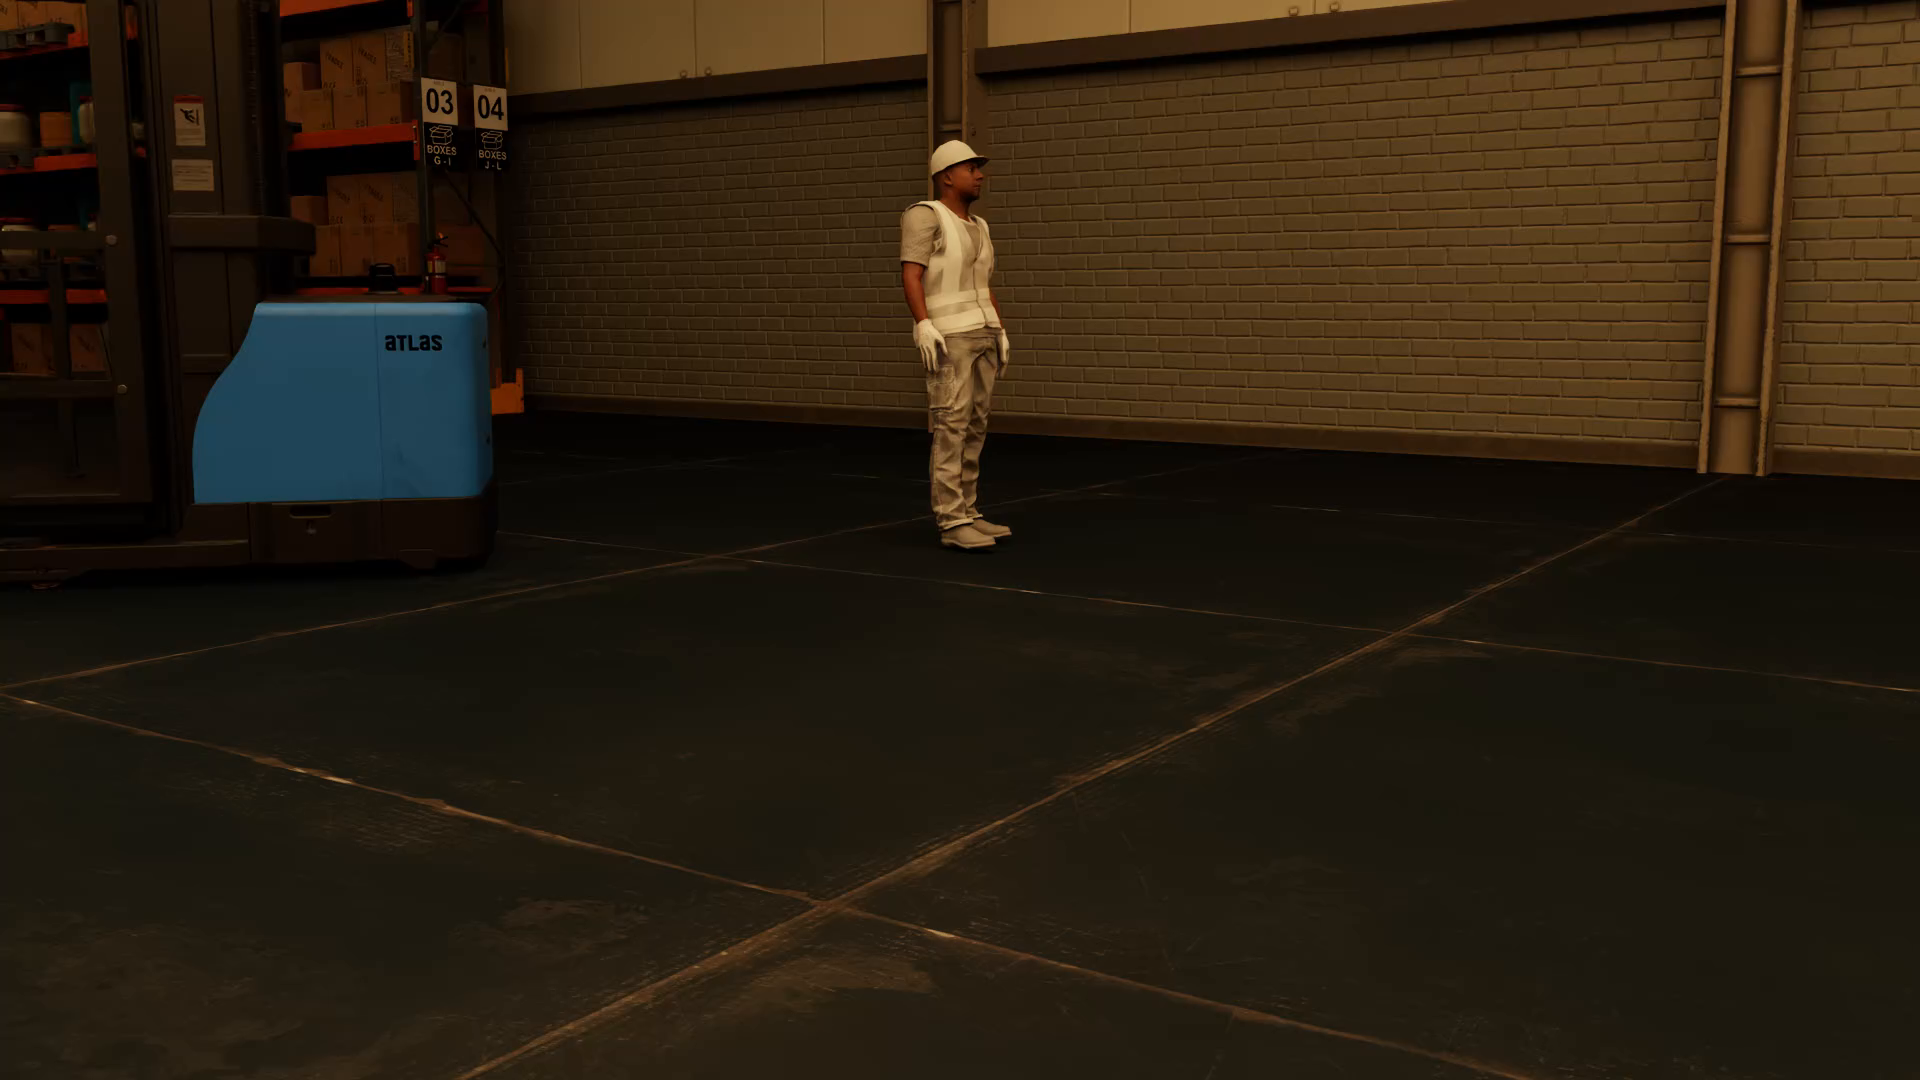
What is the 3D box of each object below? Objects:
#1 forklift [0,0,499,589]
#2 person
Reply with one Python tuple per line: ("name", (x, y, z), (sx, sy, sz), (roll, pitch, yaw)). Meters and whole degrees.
("forklift", (-3.483, -1.340, 6.614), (3.031, 2.935, 1.130), (-2, 8, -12))
("person", (0.055, -0.883, 7.430), (0.575, 1.785, 0.657), (5, 10, 34))
